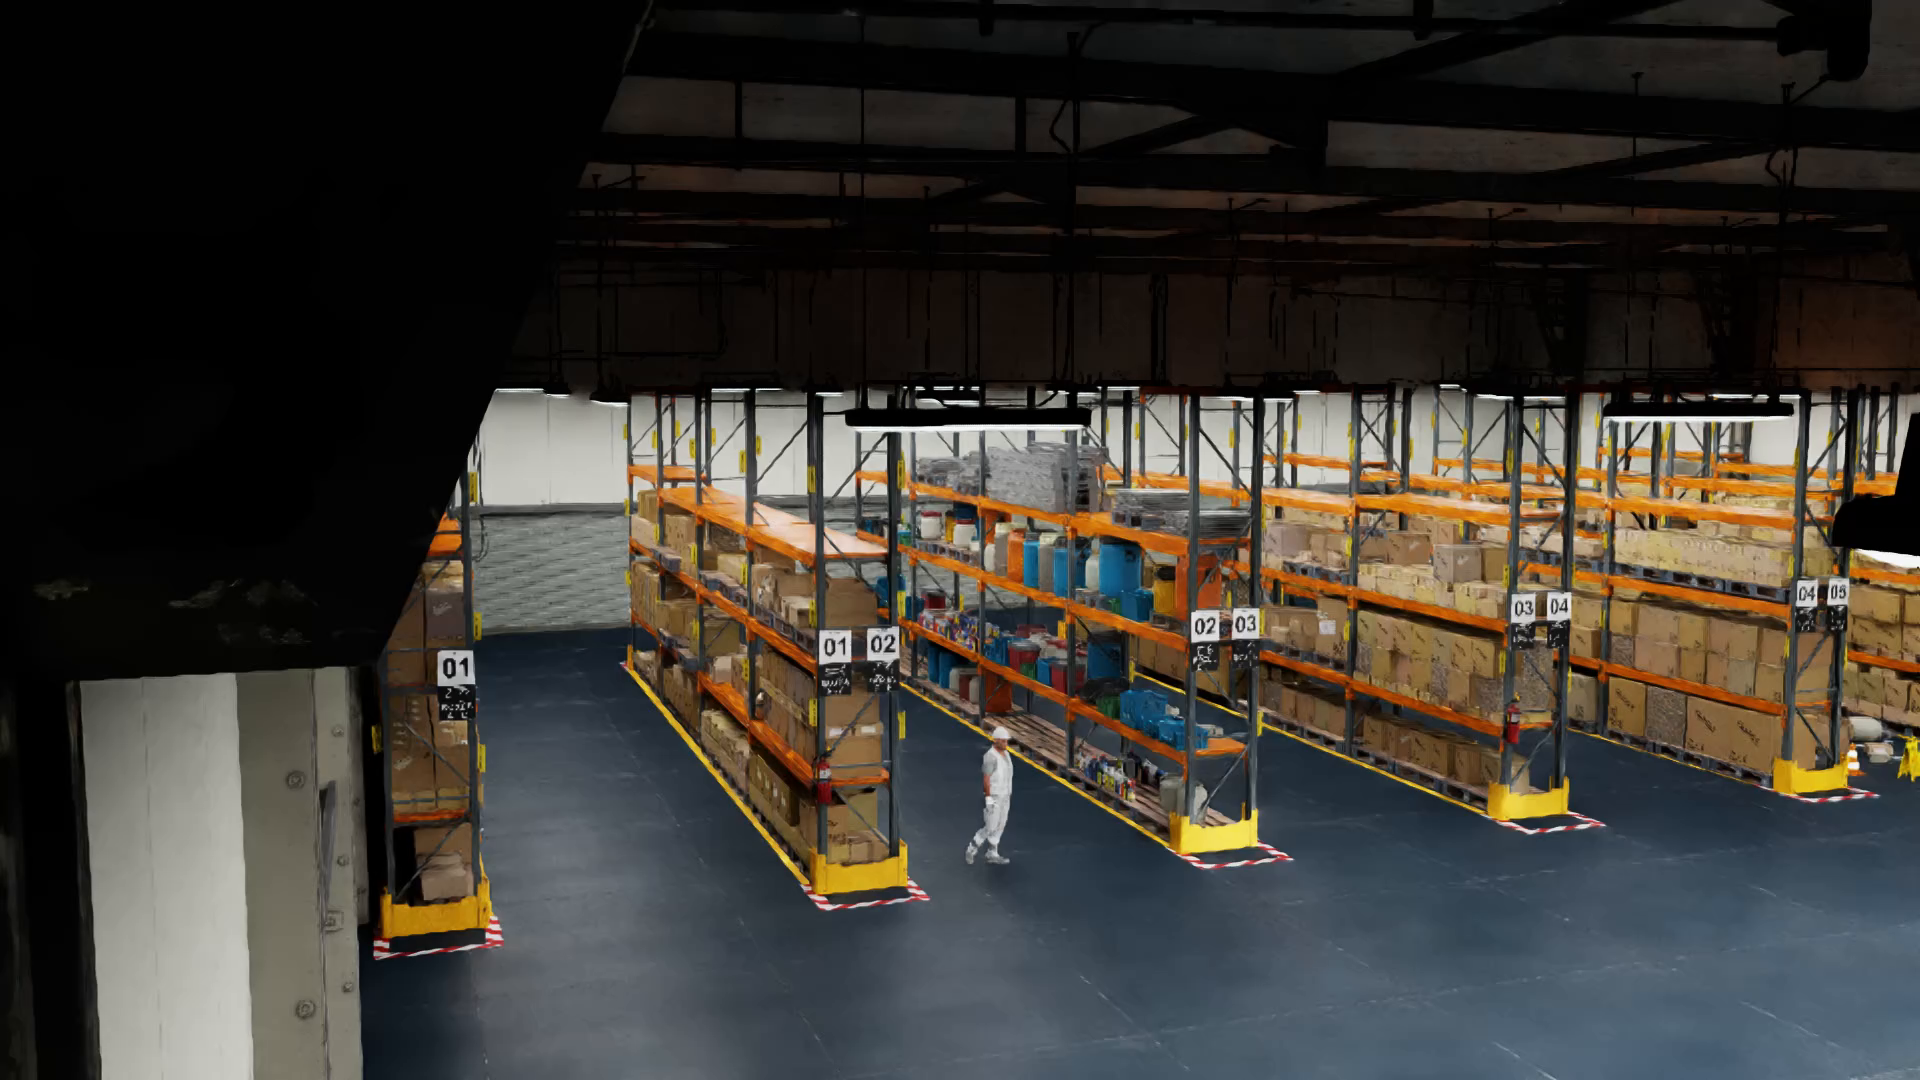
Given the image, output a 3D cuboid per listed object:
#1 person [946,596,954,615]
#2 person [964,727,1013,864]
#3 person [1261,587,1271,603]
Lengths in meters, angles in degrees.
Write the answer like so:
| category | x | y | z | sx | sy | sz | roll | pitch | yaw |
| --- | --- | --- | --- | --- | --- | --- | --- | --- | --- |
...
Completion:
| category | x | y | z | sx | sy | sz | roll | pitch | yaw |
| --- | --- | --- | --- | --- | --- | --- | --- | --- | --- |
| person | -0.120 | 1.948 | 34.662 | 0.530 | 1.627 | 0.936 | -5 | 8 | -41 |
| person | 0.382 | 3.260 | 21.161 | 0.530 | 1.777 | 0.717 | 4 | 7 | 32 |
| person | 7.568 | 1.166 | 41.451 | 0.680 | 1.762 | 0.441 | 5 | 8 | 38 |
